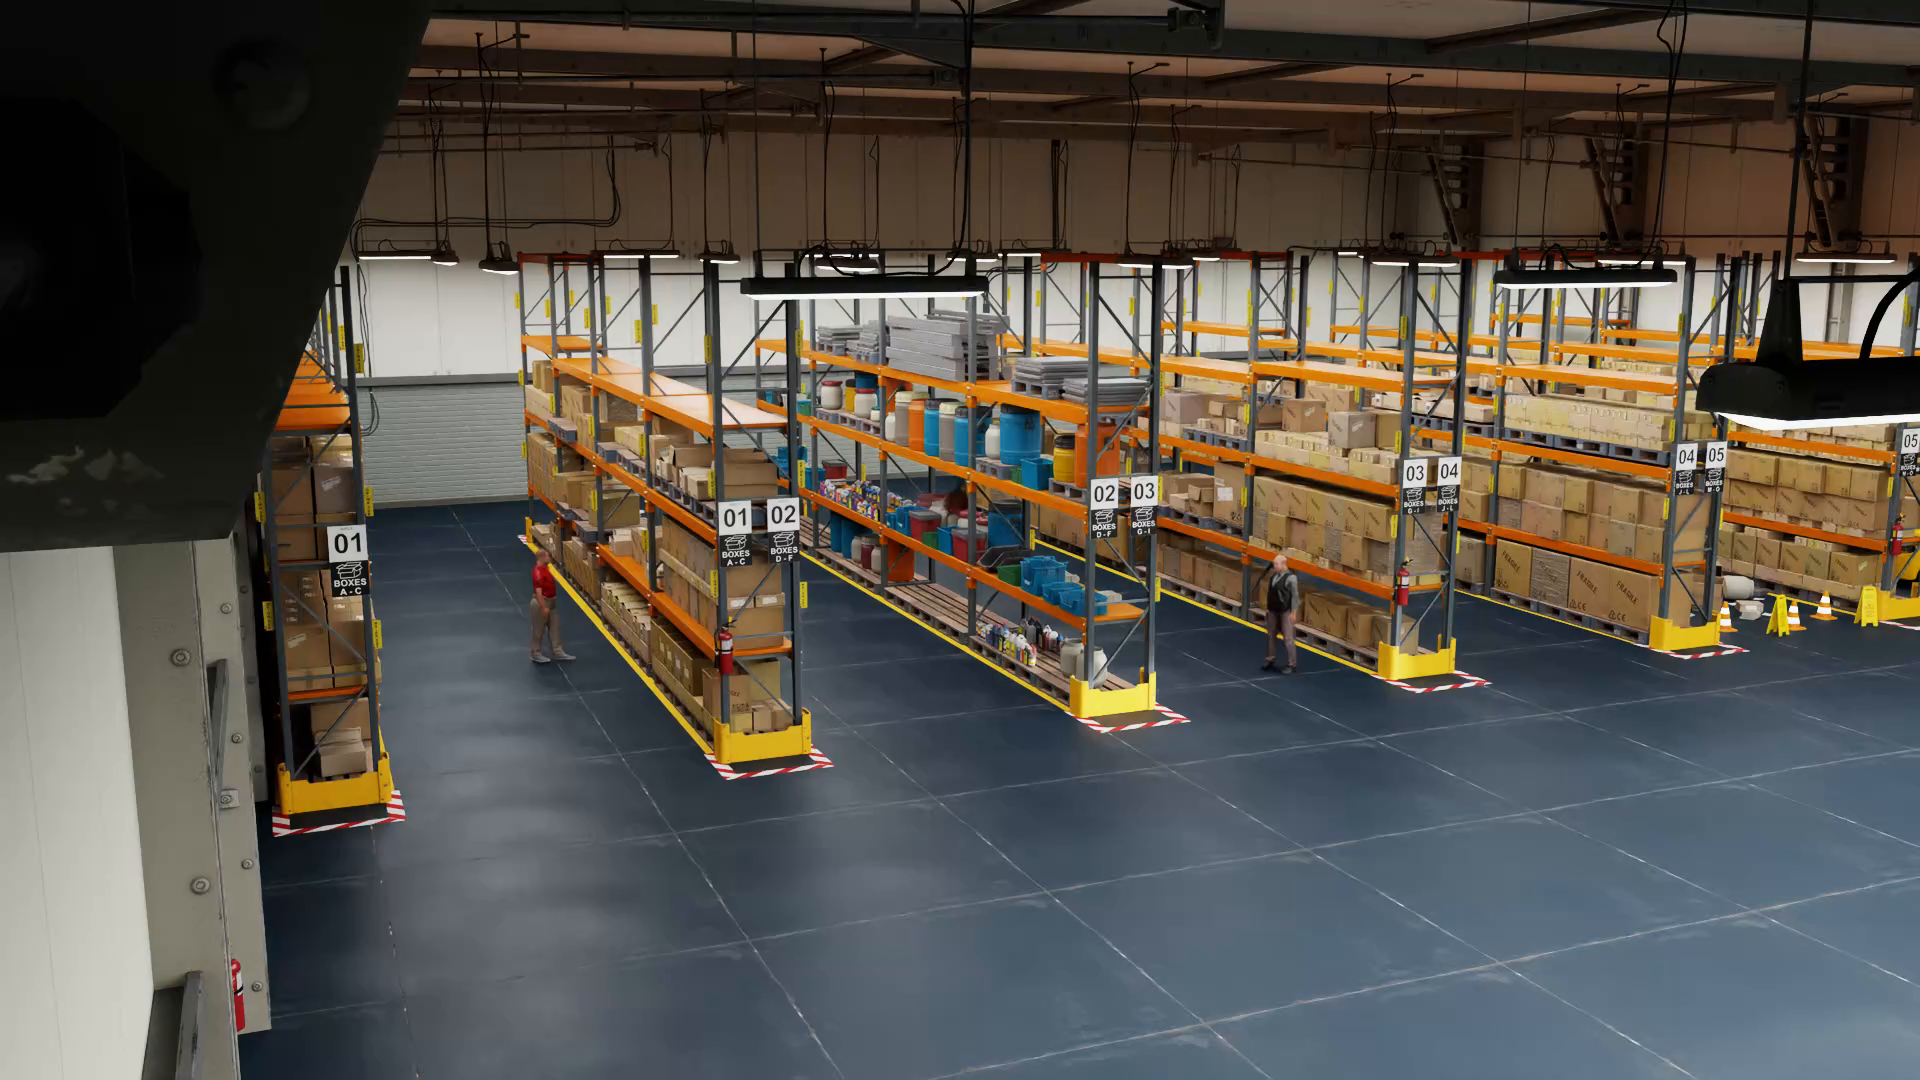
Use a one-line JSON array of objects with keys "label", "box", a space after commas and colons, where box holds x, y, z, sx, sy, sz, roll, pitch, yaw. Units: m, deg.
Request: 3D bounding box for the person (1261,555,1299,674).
[{"label": "person", "box": [4.689, 1.066, 24.408, 0.413, 1.721, 0.579, -8, 13, -38]}]

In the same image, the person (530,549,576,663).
[{"label": "person", "box": [-6.170, 0.992, 24.869, 0.622, 1.723, 0.548, 3, 11, 15]}]

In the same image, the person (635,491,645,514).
[{"label": "person", "box": [-7.486, -1.482, 38.087, 0.544, 1.766, 0.572, -3, 11, -17]}]
